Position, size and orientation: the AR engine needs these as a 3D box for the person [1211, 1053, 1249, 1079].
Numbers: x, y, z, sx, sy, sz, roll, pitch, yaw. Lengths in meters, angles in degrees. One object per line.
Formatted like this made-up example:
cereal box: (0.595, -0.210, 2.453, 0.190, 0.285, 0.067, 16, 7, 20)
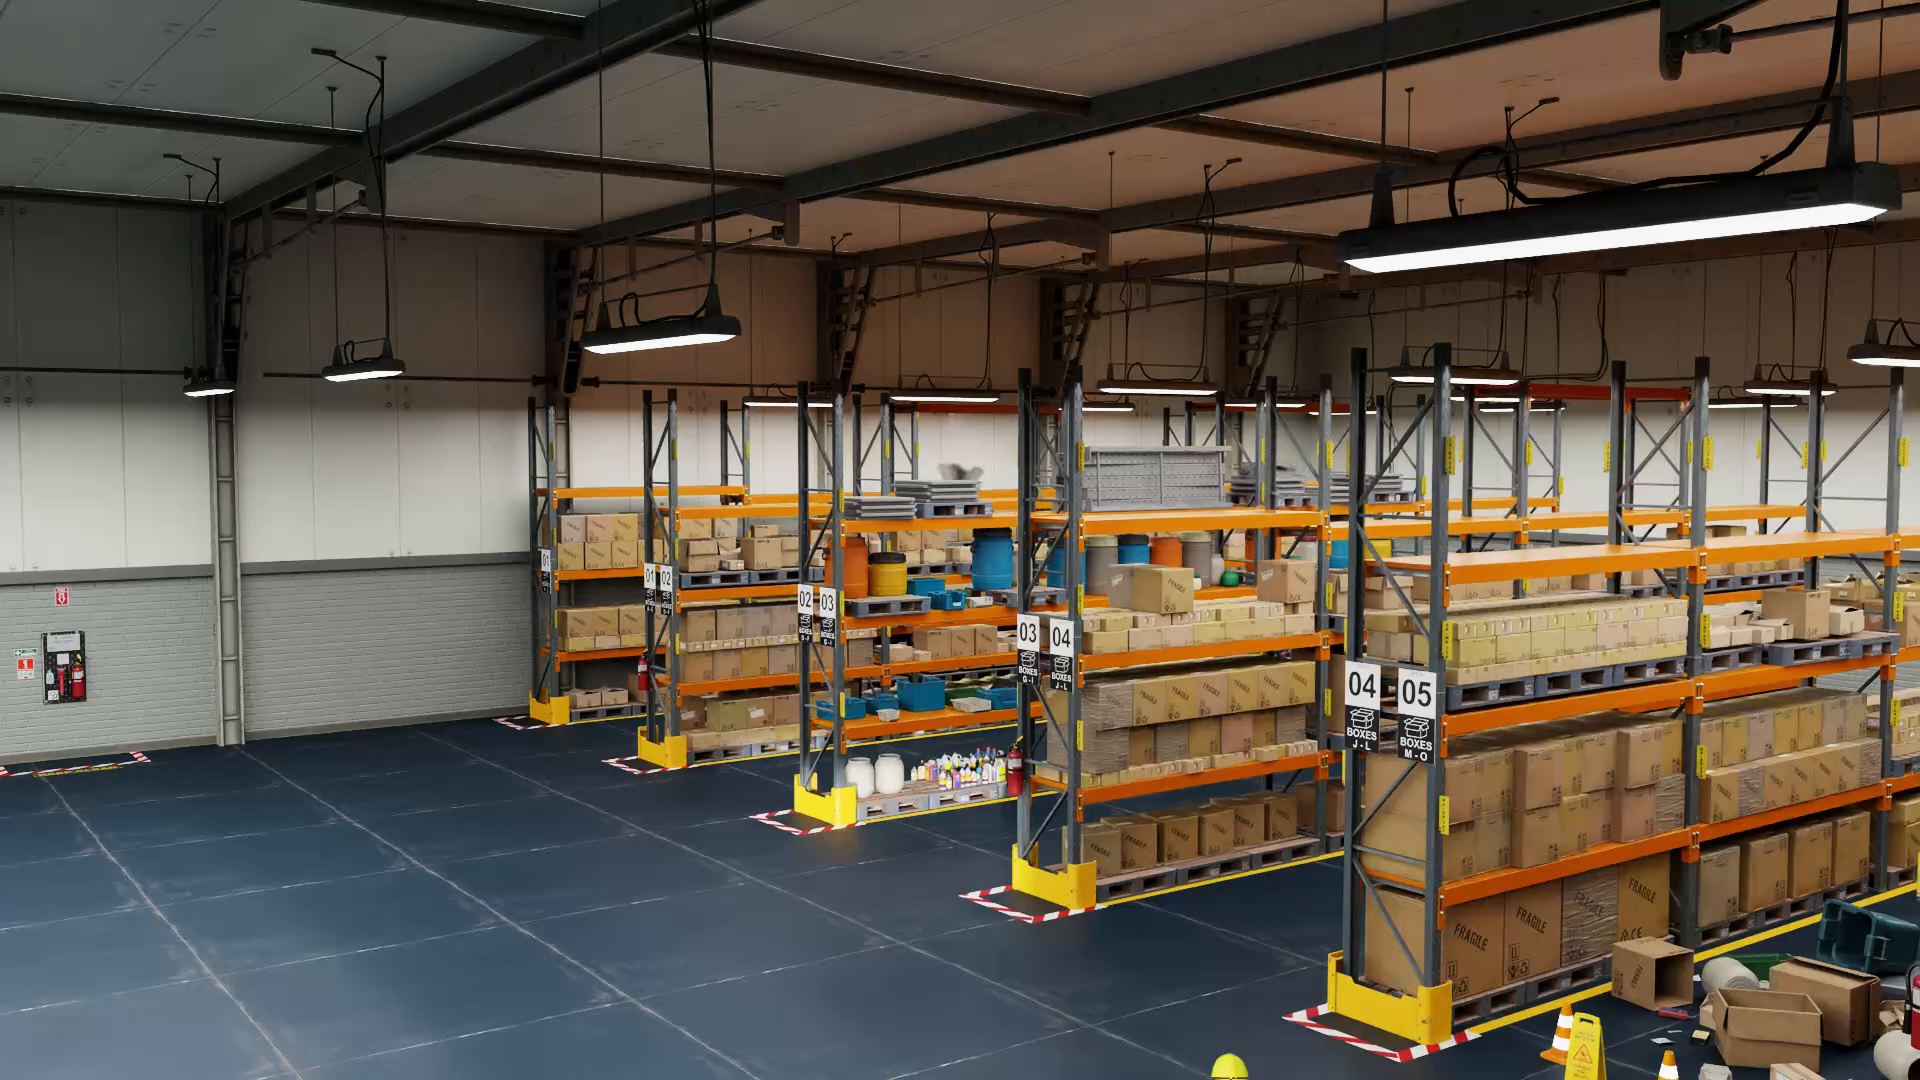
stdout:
person: (1.510, 3.742, 9.235, 0.664, 1.759, 0.687, 1, 3, 11)
